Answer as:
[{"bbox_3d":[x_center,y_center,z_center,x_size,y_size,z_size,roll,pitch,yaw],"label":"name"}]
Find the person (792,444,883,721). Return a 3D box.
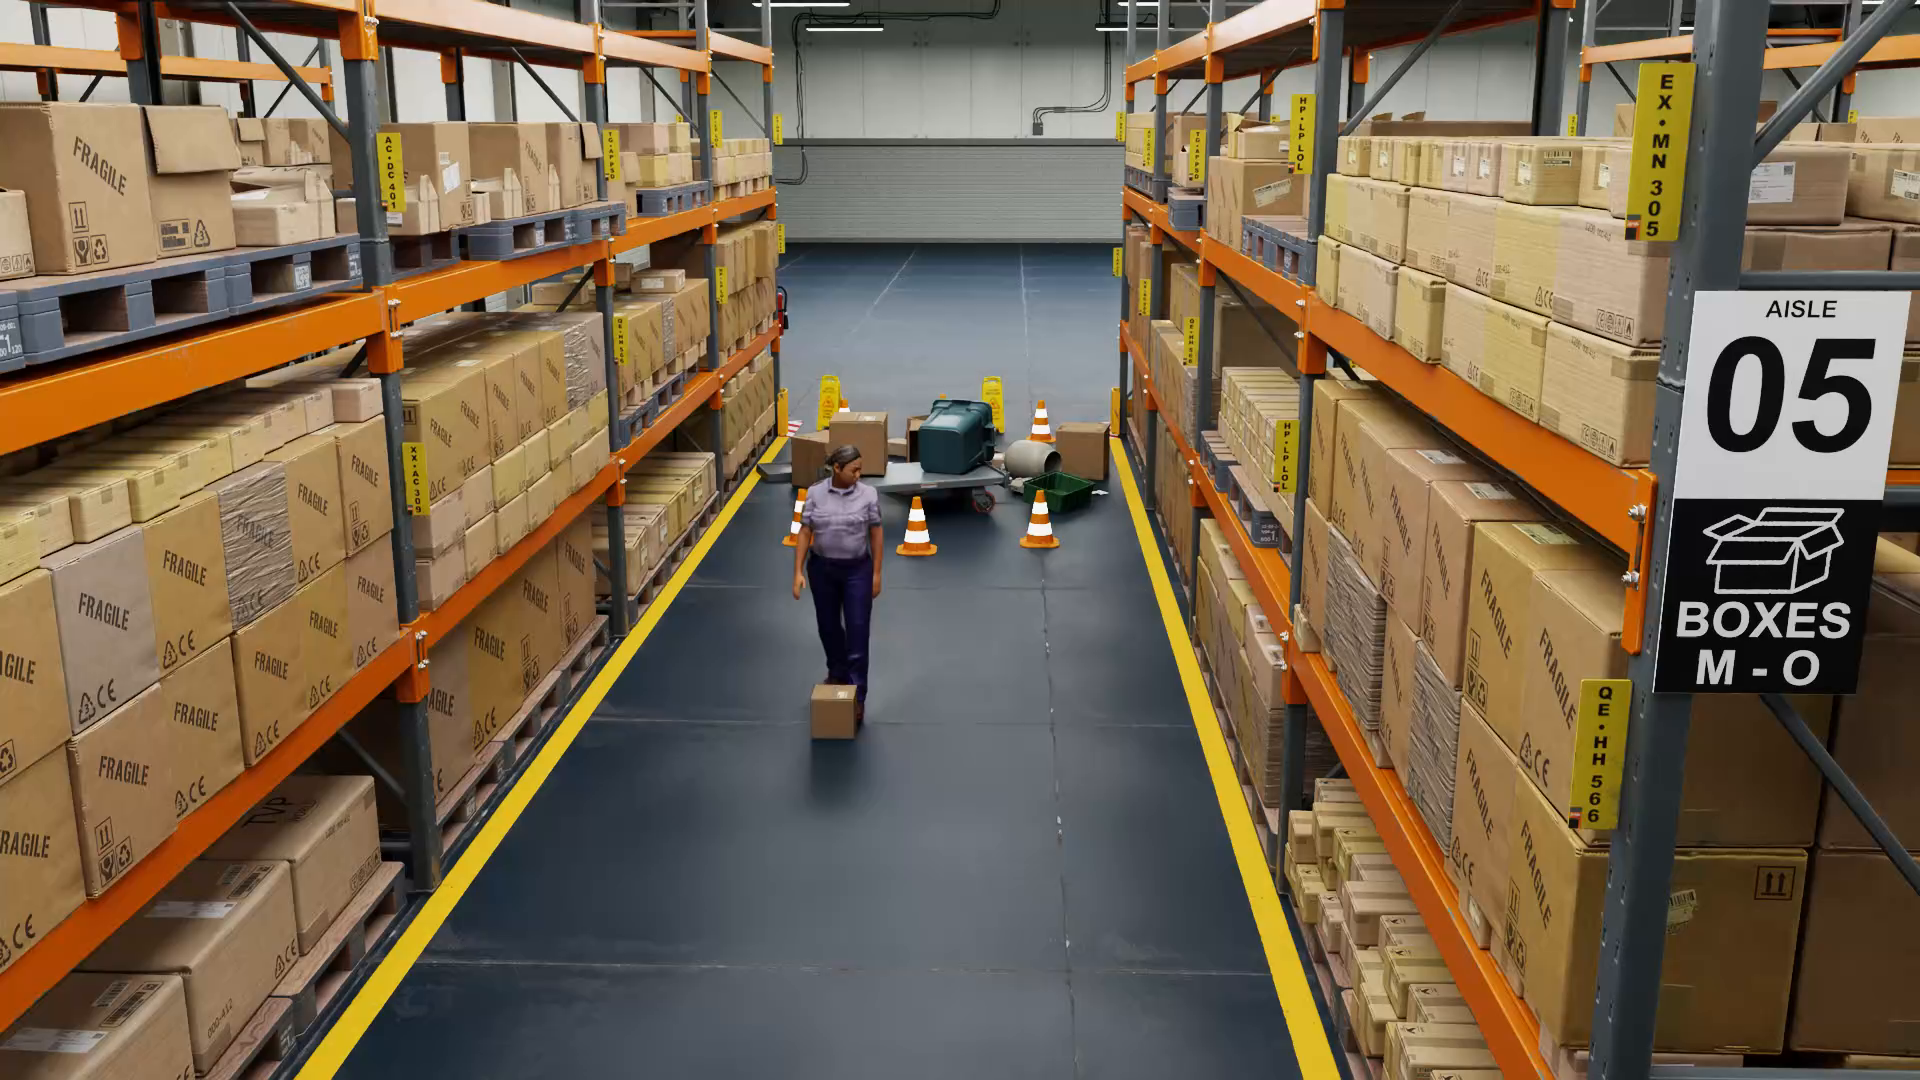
[{"bbox_3d":[-0.742,0.227,10.069,0.513,1.625,0.746,2,14,9],"label":"person"}]
